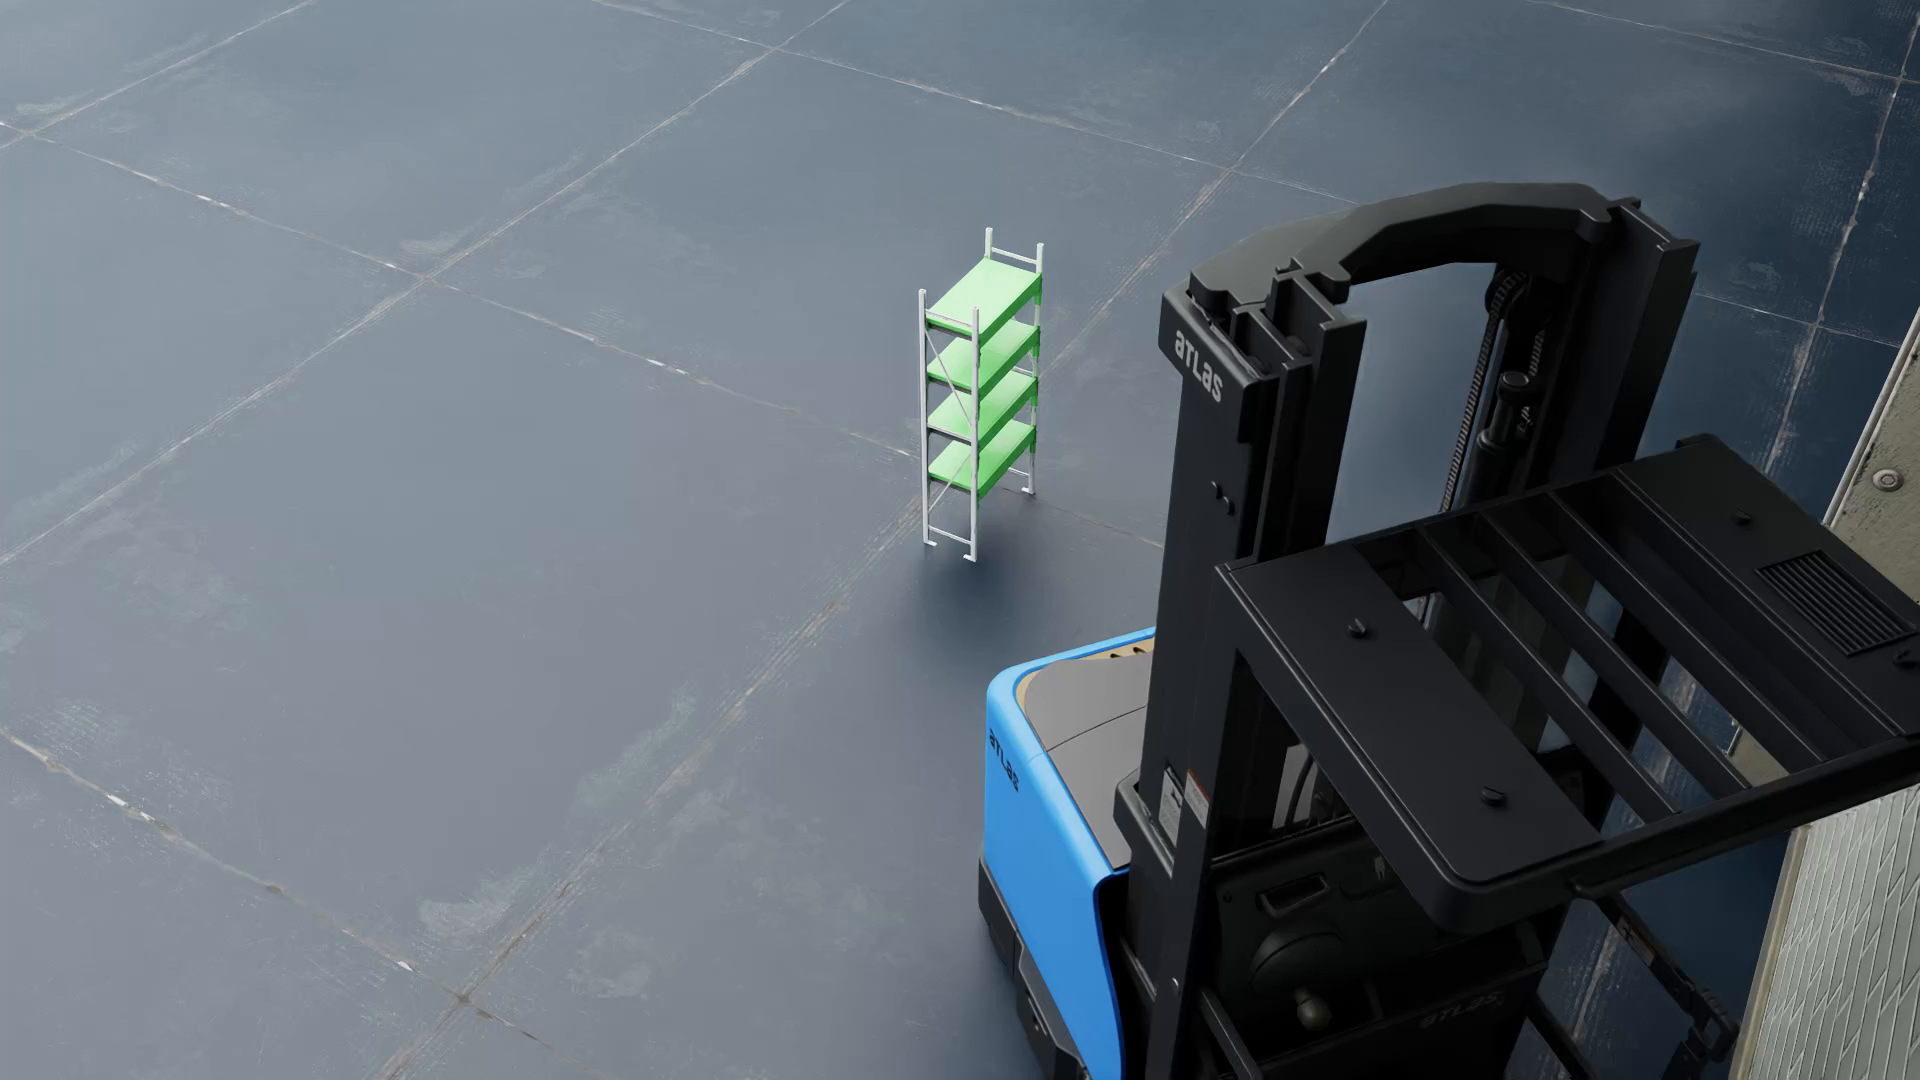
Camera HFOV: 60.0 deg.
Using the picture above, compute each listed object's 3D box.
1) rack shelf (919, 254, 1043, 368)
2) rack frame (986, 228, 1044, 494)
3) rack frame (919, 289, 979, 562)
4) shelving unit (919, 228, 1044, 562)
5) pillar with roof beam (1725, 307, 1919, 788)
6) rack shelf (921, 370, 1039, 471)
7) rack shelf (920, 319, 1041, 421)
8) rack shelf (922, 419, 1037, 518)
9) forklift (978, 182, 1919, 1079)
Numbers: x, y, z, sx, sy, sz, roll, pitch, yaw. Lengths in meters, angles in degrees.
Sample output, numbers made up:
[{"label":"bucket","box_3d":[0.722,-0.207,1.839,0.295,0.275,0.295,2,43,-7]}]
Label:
[{"label":"rack shelf","box_3d":[0.083,-0.857,6.186,0.258,0.148,0.480,21,45,22]},{"label":"rack frame","box_3d":[0.205,-0.685,6.620,0.240,1.200,0.015,21,45,22]},{"label":"rack frame","box_3d":[-0.039,-0.405,6.302,0.240,1.200,0.015,21,45,22]},{"label":"shelving unit","box_3d":[0.083,-0.545,6.461,0.258,1.200,0.503,21,45,22]},{"label":"pillar with roof beam","box_3d":[-0.885,-4.000,4.483,9.100,9.000,0.400,21,45,22]},{"label":"rack shelf","box_3d":[0.083,-0.497,6.503,0.258,0.148,0.480,21,45,22]},{"label":"rack shelf","box_3d":[0.083,-0.677,6.345,0.258,0.148,0.480,21,45,22]},{"label":"rack shelf","box_3d":[0.083,-0.317,6.662,0.258,0.148,0.480,21,45,22]},{"label":"forklift","box_3d":[1.064,0.875,3.539,1.130,2.935,3.031,-14,43,-16]}]
